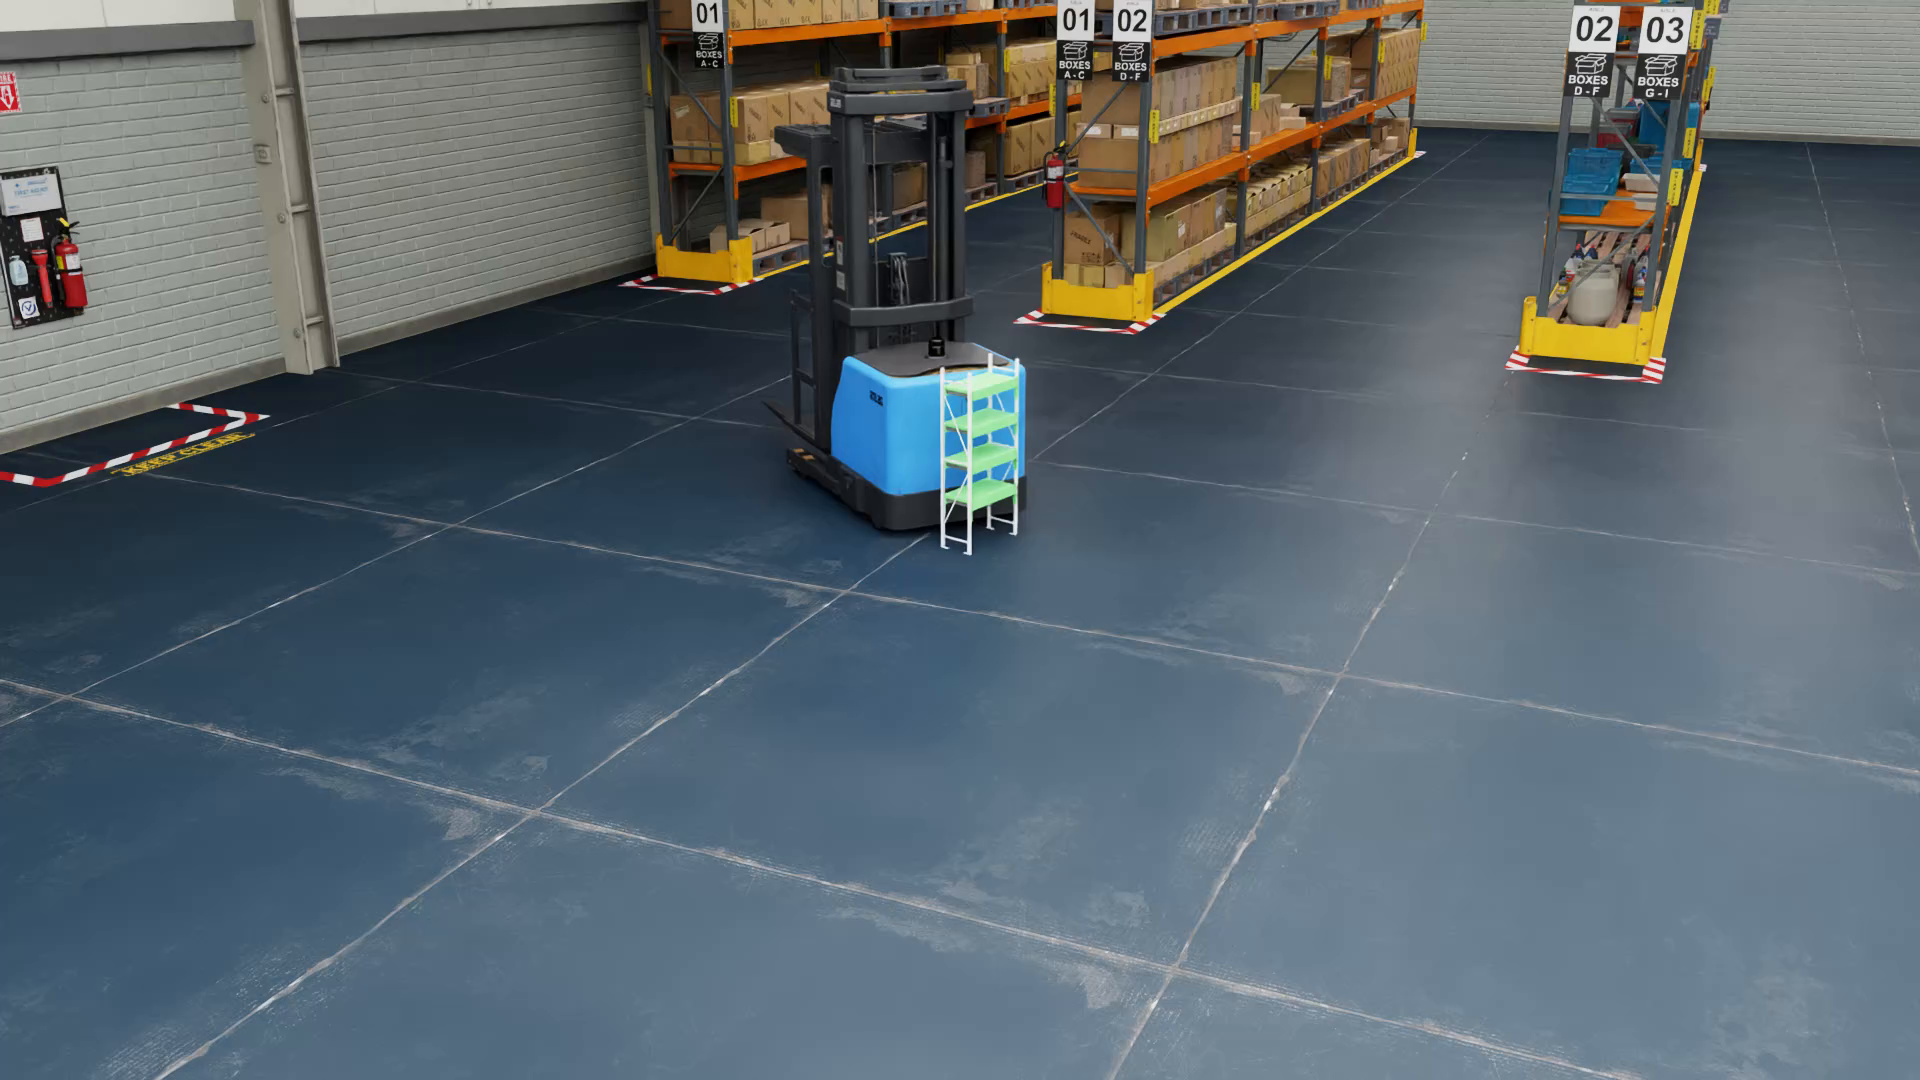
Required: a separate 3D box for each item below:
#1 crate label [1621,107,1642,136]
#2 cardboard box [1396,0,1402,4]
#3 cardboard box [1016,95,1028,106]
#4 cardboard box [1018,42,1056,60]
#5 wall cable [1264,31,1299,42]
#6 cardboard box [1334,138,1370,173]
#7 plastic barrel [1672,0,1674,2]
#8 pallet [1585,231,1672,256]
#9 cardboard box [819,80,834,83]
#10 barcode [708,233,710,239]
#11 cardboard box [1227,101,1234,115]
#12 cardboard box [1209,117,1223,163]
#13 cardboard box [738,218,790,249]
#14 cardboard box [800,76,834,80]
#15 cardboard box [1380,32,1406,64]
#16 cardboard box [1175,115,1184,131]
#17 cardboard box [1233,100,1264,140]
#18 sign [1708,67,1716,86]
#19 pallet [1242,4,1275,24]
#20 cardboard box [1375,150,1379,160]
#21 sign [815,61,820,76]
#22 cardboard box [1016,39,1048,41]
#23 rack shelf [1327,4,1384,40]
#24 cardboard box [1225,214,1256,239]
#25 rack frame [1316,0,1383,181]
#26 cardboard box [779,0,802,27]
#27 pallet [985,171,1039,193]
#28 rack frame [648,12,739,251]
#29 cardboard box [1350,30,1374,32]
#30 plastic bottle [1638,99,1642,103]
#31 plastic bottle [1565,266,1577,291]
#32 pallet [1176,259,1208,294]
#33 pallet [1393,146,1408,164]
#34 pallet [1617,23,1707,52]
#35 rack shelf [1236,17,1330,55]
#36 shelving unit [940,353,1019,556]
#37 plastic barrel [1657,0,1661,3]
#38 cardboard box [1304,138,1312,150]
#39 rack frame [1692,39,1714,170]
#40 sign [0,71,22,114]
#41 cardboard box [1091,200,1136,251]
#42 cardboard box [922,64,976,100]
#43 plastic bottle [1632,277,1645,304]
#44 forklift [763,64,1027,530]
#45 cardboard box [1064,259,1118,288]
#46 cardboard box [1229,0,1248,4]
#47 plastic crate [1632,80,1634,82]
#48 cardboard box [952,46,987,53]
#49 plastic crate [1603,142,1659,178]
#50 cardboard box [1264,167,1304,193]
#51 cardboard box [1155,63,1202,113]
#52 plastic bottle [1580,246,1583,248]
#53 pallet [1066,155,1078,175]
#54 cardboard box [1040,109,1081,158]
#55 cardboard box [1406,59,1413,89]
[{"bbox_3d":[8.605,-5.343,21.464,0.502,0.435,0.616,9,21,23],"label":"crate label"},{"bbox_3d":[7.219,-9.259,28.275,0.500,0.250,0.500,9,21,23],"label":"cardboard box"},{"bbox_3d":[0.864,-7.058,26.683,0.380,0.149,0.250,9,22,24],"label":"cardboard box"},{"bbox_3d":[1.266,-8.081,27.472,0.500,0.250,0.500,8,21,22],"label":"cardboard box"},{"bbox_3d":[6.139,-12.442,37.157,3.097,2.526,0.112,9,21,23],"label":"wall cable"},{"bbox_3d":[6.439,-6.336,27.382,0.500,0.500,0.500,8,21,22],"label":"cardboard box"},{"bbox_3d":[8.725,-7.021,21.011,0.600,0.901,0.600,0,20,0],"label":"plastic barrel"},{"bbox_3d":[8.405,-3.676,20.991,1.003,0.211,1.213,9,21,23],"label":"pallet"},{"bbox_3d":[-1.528,-5.682,21.543,0.500,0.500,0.500,8,21,22],"label":"cardboard box"},{"bbox_3d":[-3.047,-3.711,20.270,0.001,0.075,0.075,9,21,23],"label":"barcode"},{"bbox_3d":[3.084,-5.216,20.042,0.380,0.149,0.250,8,21,22],"label":"cardboard box"},{"bbox_3d":[2.717,-4.800,19.839,0.700,0.500,0.500,8,21,22],"label":"cardboard box"},{"bbox_3d":[-2.456,-3.821,20.592,0.500,0.311,0.500,11,22,27],"label":"cardboard box"},{"bbox_3d":[-1.800,-5.907,22.176,0.500,0.500,0.500,8,21,21],"label":"cardboard box"},{"bbox_3d":[7.461,-8.593,29.014,0.500,0.500,0.500,9,22,24],"label":"cardboard box"},{"bbox_3d":[2.244,-4.587,18.274,0.380,0.149,0.250,8,21,21],"label":"cardboard box"},{"bbox_3d":[3.649,-5.492,21.785,0.500,0.500,0.500,10,22,27],"label":"cardboard box"},{"bbox_3d":[13.043,-8.045,28.870,0.100,0.325,0.005,9,21,23],"label":"sign"},{"bbox_3d":[3.453,-6.646,20.988,0.805,0.209,1.217,8,21,21],"label":"pallet"},{"bbox_3d":[7.094,-6.734,28.998,0.380,0.166,0.250,9,21,23],"label":"cardboard box"},{"bbox_3d":[-1.925,-6.350,22.621,0.100,0.325,0.005,9,21,23],"label":"sign"},{"bbox_3d":[1.224,-8.460,28.537,0.500,0.250,0.500,9,21,23],"label":"cardboard box"},{"bbox_3d":[5.560,-7.960,25.471,1.077,0.370,4.000,9,21,23],"label":"rack shelf"},{"bbox_3d":[3.495,-4.043,21.337,0.500,0.250,0.500,8,21,21],"label":"cardboard box"},{"bbox_3d":[6.379,-7.497,27.572,1.000,3.000,0.127,9,21,23],"label":"rack frame"},{"bbox_3d":[-2.229,-6.363,19.729,0.500,0.500,0.500,10,22,25],"label":"cardboard box"},{"bbox_3d":[0.612,-5.869,27.158,1.003,0.211,1.213,9,21,23],"label":"pallet"},{"bbox_3d":[-3.055,-4.507,19.165,1.000,3.000,0.127,9,21,23],"label":"rack frame"},{"bbox_3d":[7.179,-8.825,29.666,0.500,0.500,0.500,9,21,23],"label":"cardboard box"},{"bbox_3d":[10.210,-6.556,25.113,0.152,0.276,0.135,9,21,23],"label":"plastic bottle"},{"bbox_3d":[6.463,-2.766,17.679,0.152,0.276,0.135,9,21,23],"label":"plastic bottle"},{"bbox_3d":[2.241,-3.126,19.443,1.003,0.211,1.213,9,21,23],"label":"pallet"},{"bbox_3d":[7.661,-7.138,30.727,1.003,0.211,1.213,9,21,23],"label":"pallet"},{"bbox_3d":[6.411,-4.711,15.545,1.003,0.211,1.213,9,21,23],"label":"pallet"},{"bbox_3d":[3.922,-6.737,22.033,1.077,0.370,4.000,9,21,23],"label":"rack shelf"},{"bbox_3d":[0.128,-0.555,10.739,0.258,1.200,0.503,15,25,36],"label":"shelving unit"},{"bbox_3d":[6.334,-5.213,15.767,0.600,0.588,0.600,0,20,0],"label":"plastic barrel"},{"bbox_3d":[5.345,-6.306,26.179,0.500,0.250,0.500,8,21,22],"label":"cardboard box"},{"bbox_3d":[12.535,-8.039,29.096,1.000,3.000,0.127,9,21,23],"label":"rack frame"},{"bbox_3d":[-7.156,-3.359,12.477,0.001,0.298,0.199,9,21,23],"label":"sign"},{"bbox_3d":[1.810,-3.597,18.963,0.500,0.500,0.500,9,21,23],"label":"cardboard box"},{"bbox_3d":[-0.167,-6.887,25.053,0.700,0.500,0.500,6,21,18],"label":"cardboard box"},{"bbox_3d":[7.010,-2.581,17.165,0.097,0.271,0.097,0,20,0],"label":"plastic bottle"},{"bbox_3d":[-0.642,-1.899,11.934,1.130,2.935,3.031,-9,22,-24],"label":"forklift"},{"bbox_3d":[1.416,-2.935,18.223,0.500,0.250,0.500,9,21,23],"label":"cardboard box"},{"bbox_3d":[3.364,-6.779,20.674,0.500,0.250,0.500,11,22,28],"label":"cardboard box"},{"bbox_3d":[10.777,-7.026,26.183,0.392,0.384,0.575,9,21,23],"label":"plastic crate"},{"bbox_3d":[0.170,-7.677,26.336,0.500,0.250,0.500,9,22,24],"label":"cardboard box"},{"bbox_3d":[7.291,-4.199,18.391,0.767,0.338,0.504,9,21,23],"label":"plastic crate"},{"bbox_3d":[4.545,-5.087,23.436,0.500,0.311,0.500,8,21,22],"label":"cardboard box"},{"bbox_3d":[2.311,-5.113,18.783,0.700,0.500,0.500,9,21,23],"label":"cardboard box"},{"bbox_3d":[7.091,-3.255,19.060,0.097,0.271,0.097,0,20,0],"label":"plastic bottle"},{"bbox_3d":[1.611,-6.615,29.255,1.003,0.211,1.213,9,21,23],"label":"pallet"},{"bbox_3d":[1.711,-7.144,29.161,0.750,0.750,0.750,9,21,23],"label":"cardboard box"},{"bbox_3d":[7.873,-8.433,30.056,0.500,0.500,0.500,9,21,23],"label":"cardboard box"}]
